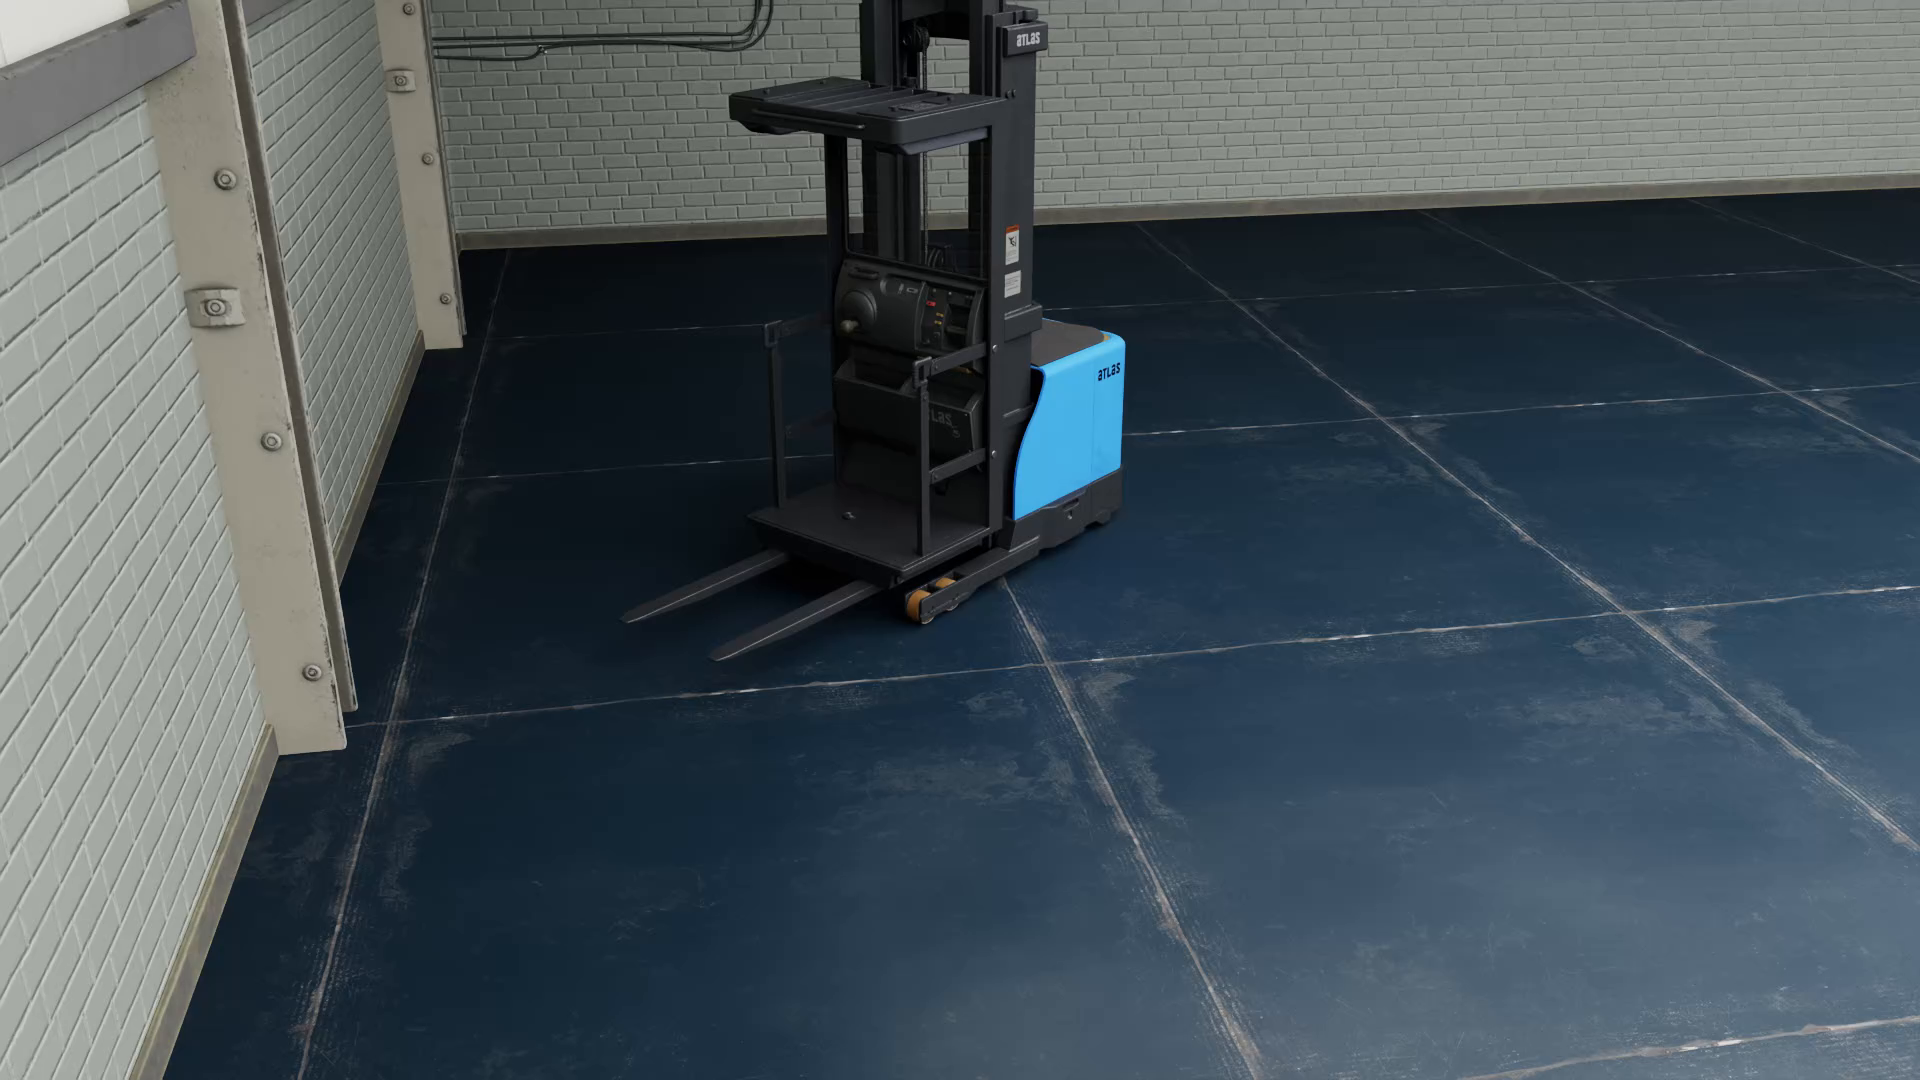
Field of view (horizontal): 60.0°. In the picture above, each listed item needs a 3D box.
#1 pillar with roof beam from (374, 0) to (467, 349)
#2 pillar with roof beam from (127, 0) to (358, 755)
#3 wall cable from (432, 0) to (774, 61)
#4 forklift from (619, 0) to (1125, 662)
[{"bbox_3d":[0.277,-5.966,11.668,9.100,9.000,0.400,-4,24,-10],"label":"pillar with roof beam"},{"bbox_3d":[1.386,-3.606,6.264,9.100,9.000,0.400,-4,24,-10],"label":"pillar with roof beam"},{"bbox_3d":[-3.199,-5.481,14.437,3.097,2.526,0.112,-4,24,-10],"label":"wall cable"},{"bbox_3d":[-0.395,-1.149,8.220,1.130,2.935,3.031,18,29,35],"label":"forklift"}]
